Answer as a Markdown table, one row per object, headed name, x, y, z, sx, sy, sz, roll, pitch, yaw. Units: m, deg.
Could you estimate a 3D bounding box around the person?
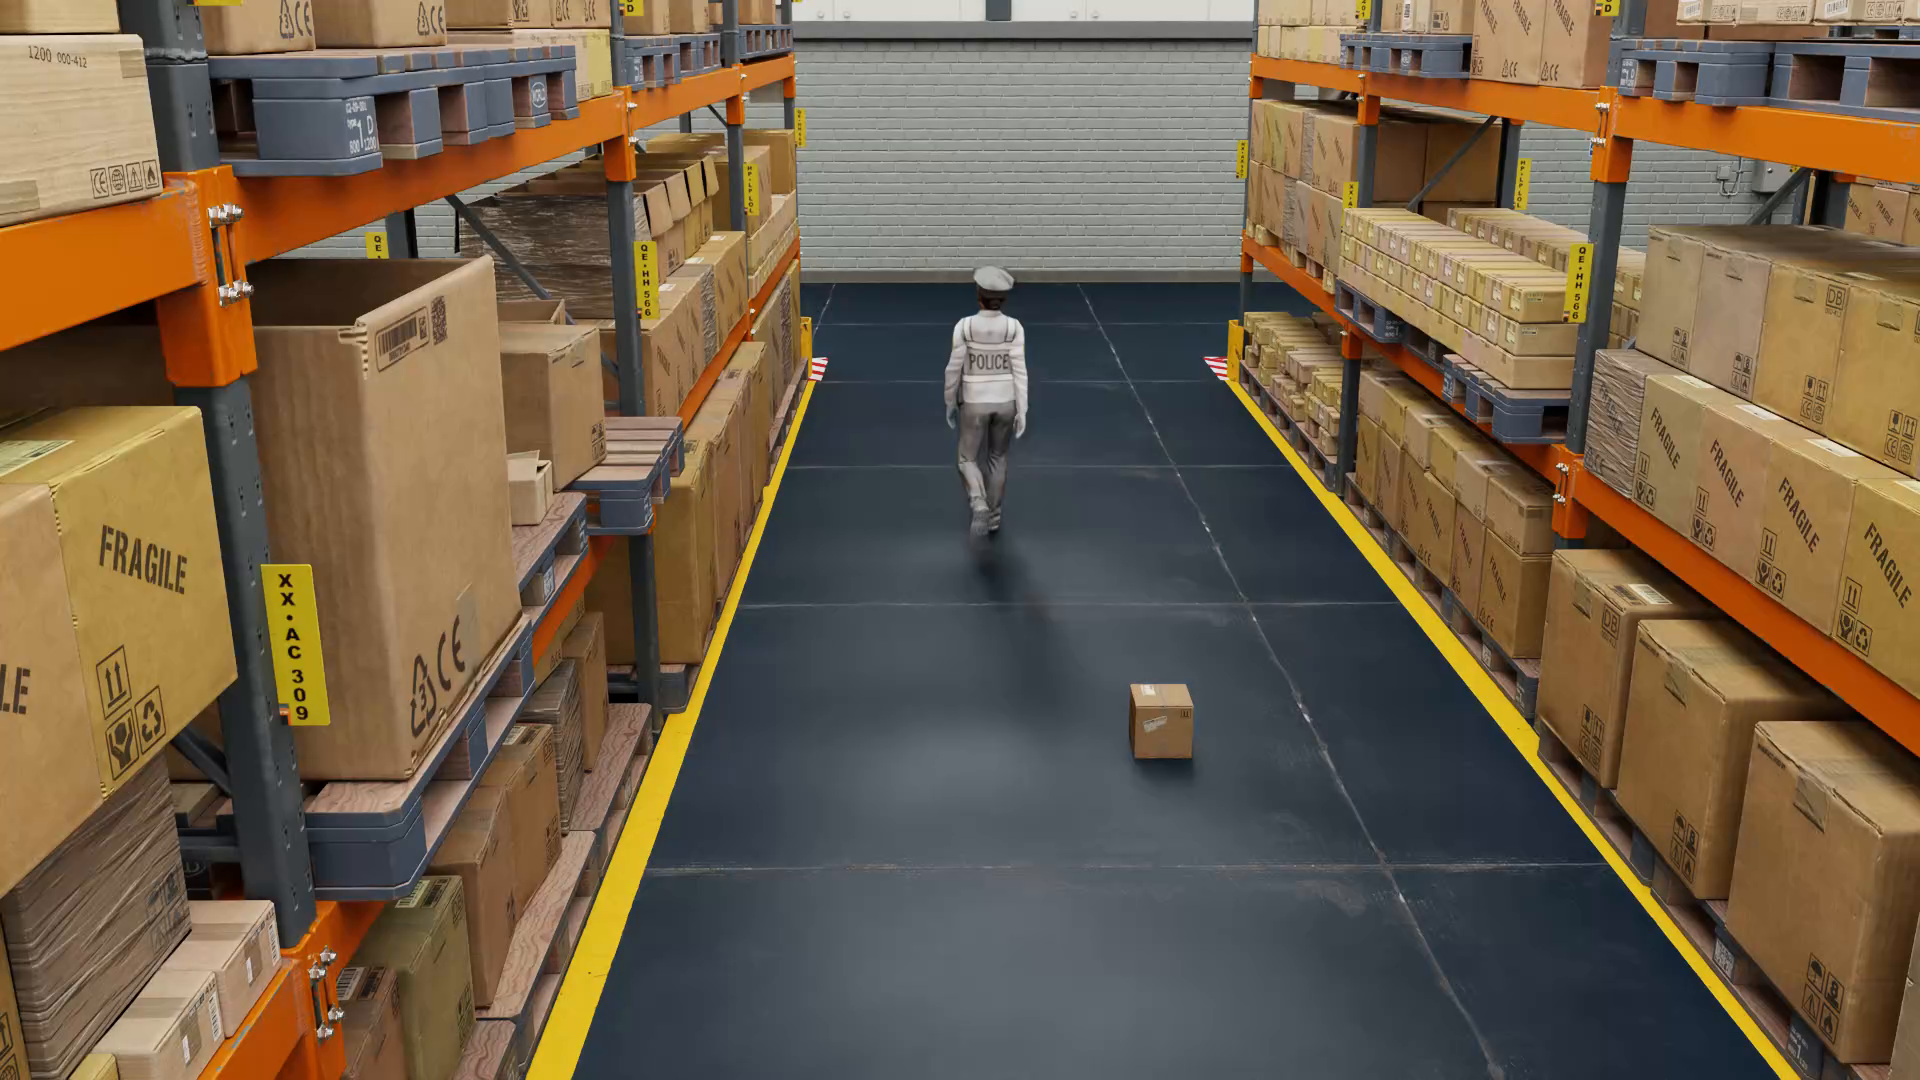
| name | x | y | z | sx | sy | sz | roll | pitch | yaw |
| --- | --- | --- | --- | --- | --- | --- | --- | --- | --- |
| person | 0.159 | -0.818 | 10.091 | 0.495 | 1.654 | 0.752 | -2 | 17 | -6 |
